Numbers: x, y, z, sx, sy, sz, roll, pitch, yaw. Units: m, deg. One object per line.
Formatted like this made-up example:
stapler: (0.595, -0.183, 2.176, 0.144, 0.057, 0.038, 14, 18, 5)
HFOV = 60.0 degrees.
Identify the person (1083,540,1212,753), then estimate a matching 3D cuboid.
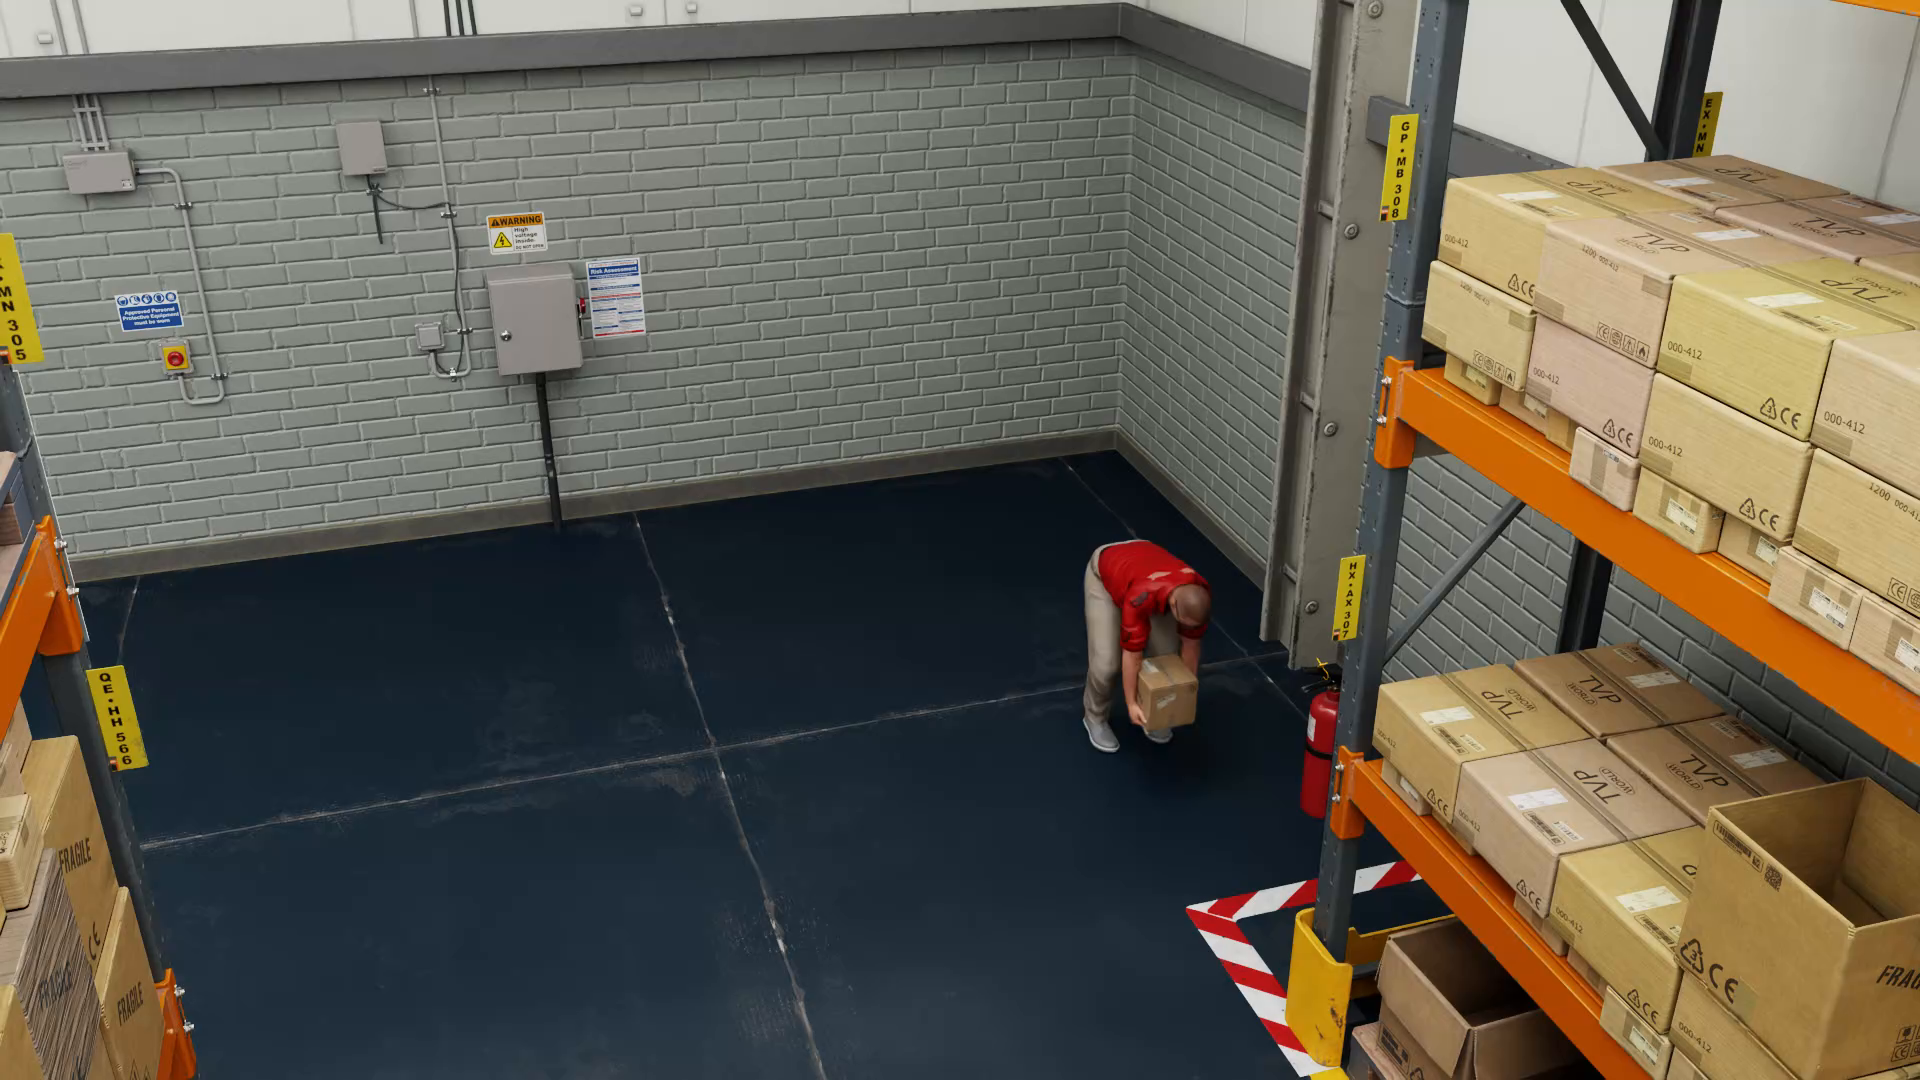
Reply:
person: (0.930, 0.580, 8.111, 0.481, 1.151, 0.908, -9, 28, -18)
